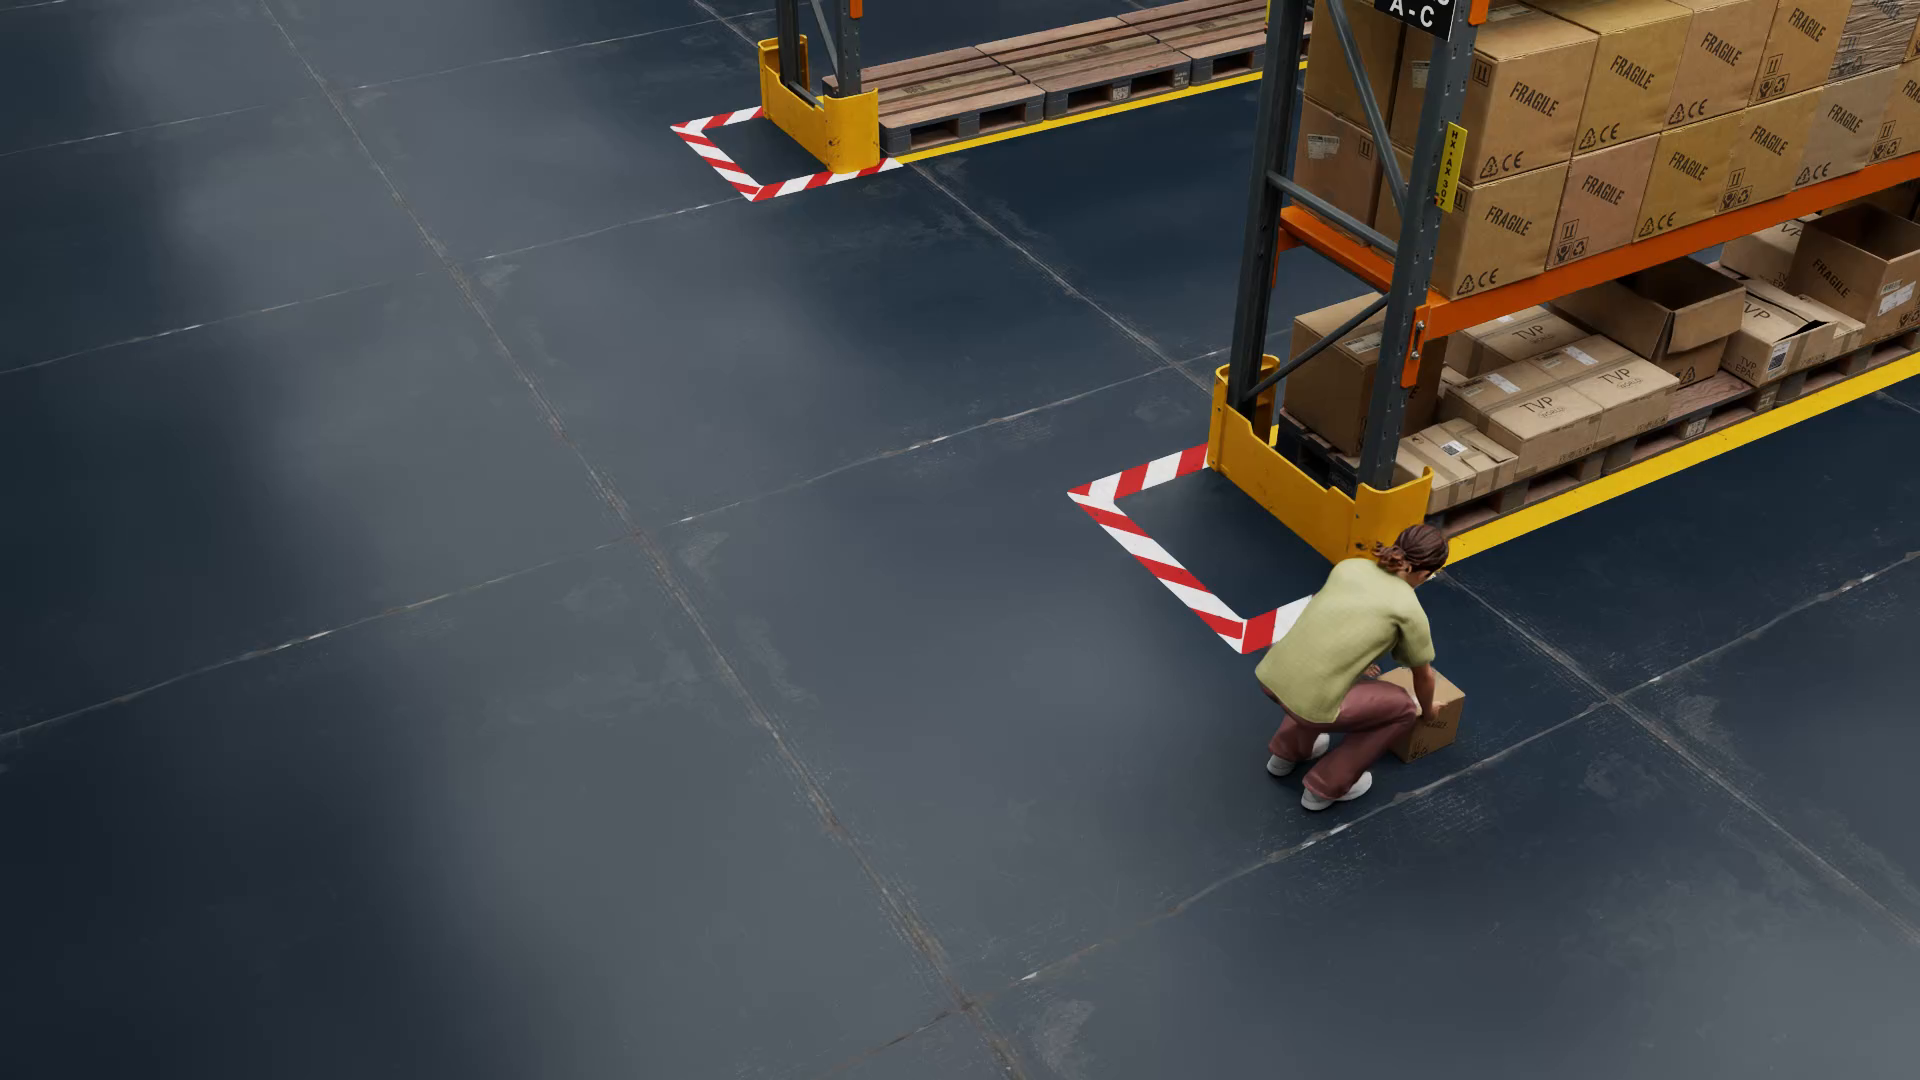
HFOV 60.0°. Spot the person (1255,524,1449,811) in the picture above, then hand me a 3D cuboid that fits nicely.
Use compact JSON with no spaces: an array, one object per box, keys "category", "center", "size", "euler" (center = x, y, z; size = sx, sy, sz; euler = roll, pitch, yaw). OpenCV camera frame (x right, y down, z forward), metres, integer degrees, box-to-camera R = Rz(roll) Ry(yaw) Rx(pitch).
[{"category":"person","center":[1.428,0.458,6.107],"size":[0.782,0.998,0.494],"euler":[-19,41,-24]}]
